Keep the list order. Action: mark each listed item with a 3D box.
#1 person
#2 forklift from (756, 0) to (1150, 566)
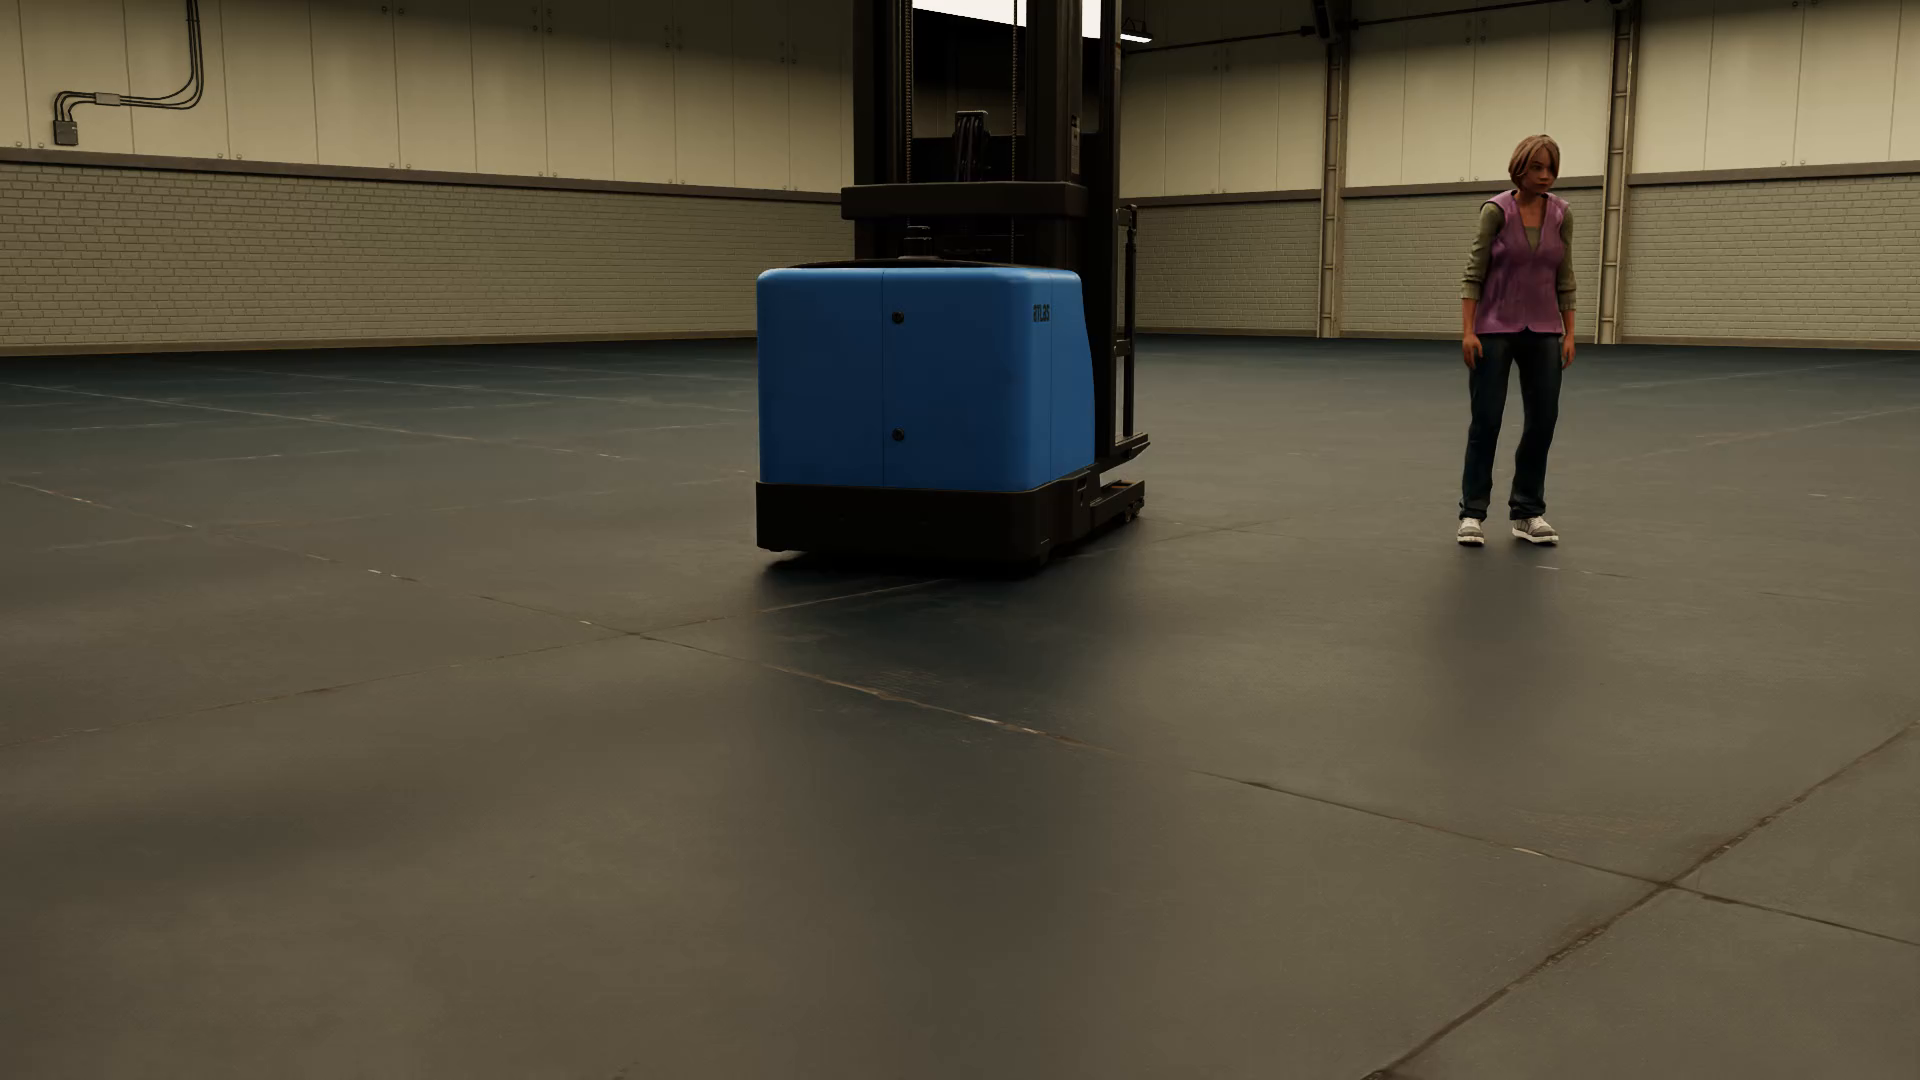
[{"bbox_3d":[2.212,-0.785,6.592,0.461,1.591,0.347,0,9,-1],"label":"person"},{"bbox_3d":[0.192,-1.538,7.089,1.130,2.935,3.031,3,9,18],"label":"forklift"}]
